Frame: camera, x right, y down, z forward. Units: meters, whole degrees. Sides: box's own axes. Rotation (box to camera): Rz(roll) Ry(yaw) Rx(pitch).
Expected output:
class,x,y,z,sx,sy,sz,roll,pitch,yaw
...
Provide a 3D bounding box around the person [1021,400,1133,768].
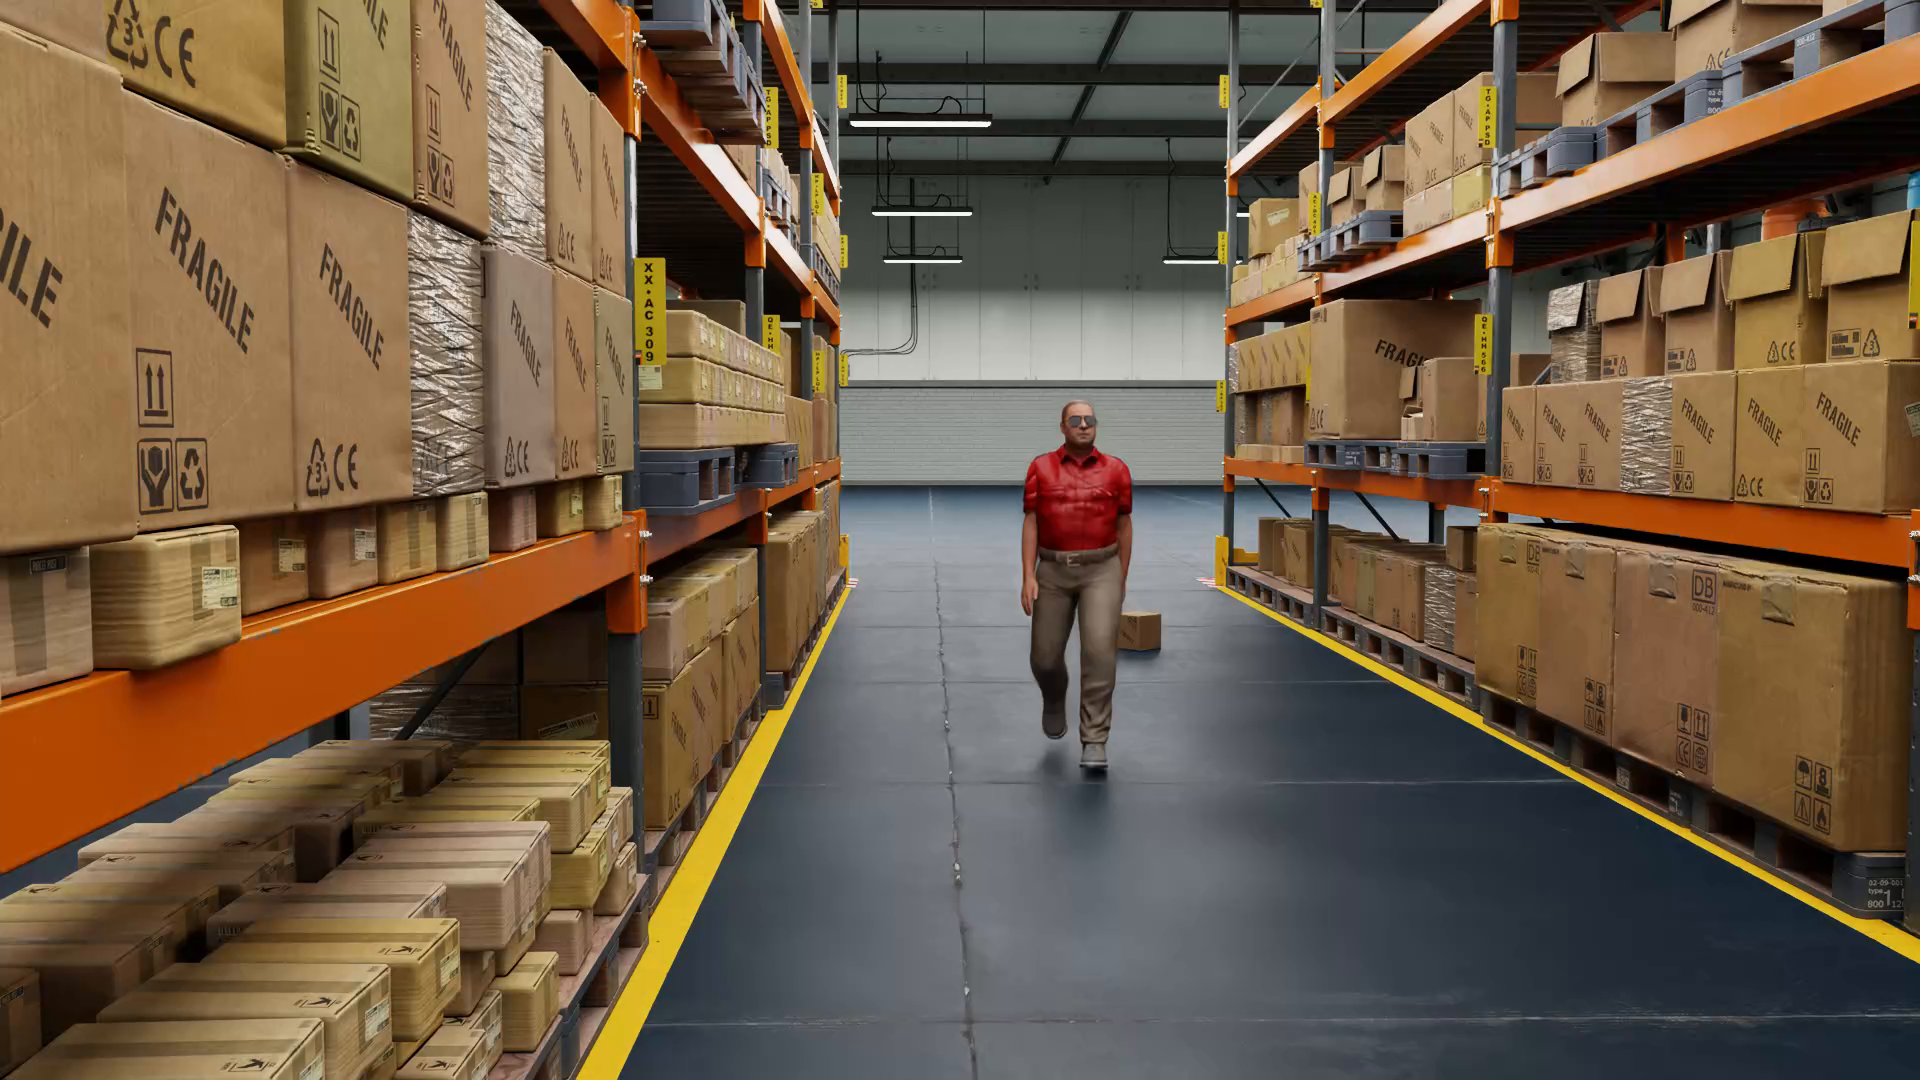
class,x,y,z,sx,sy,sz,roll,pitch,yaw
person,0.557,0.181,7.909,0.524,1.693,0.815,0,4,6
